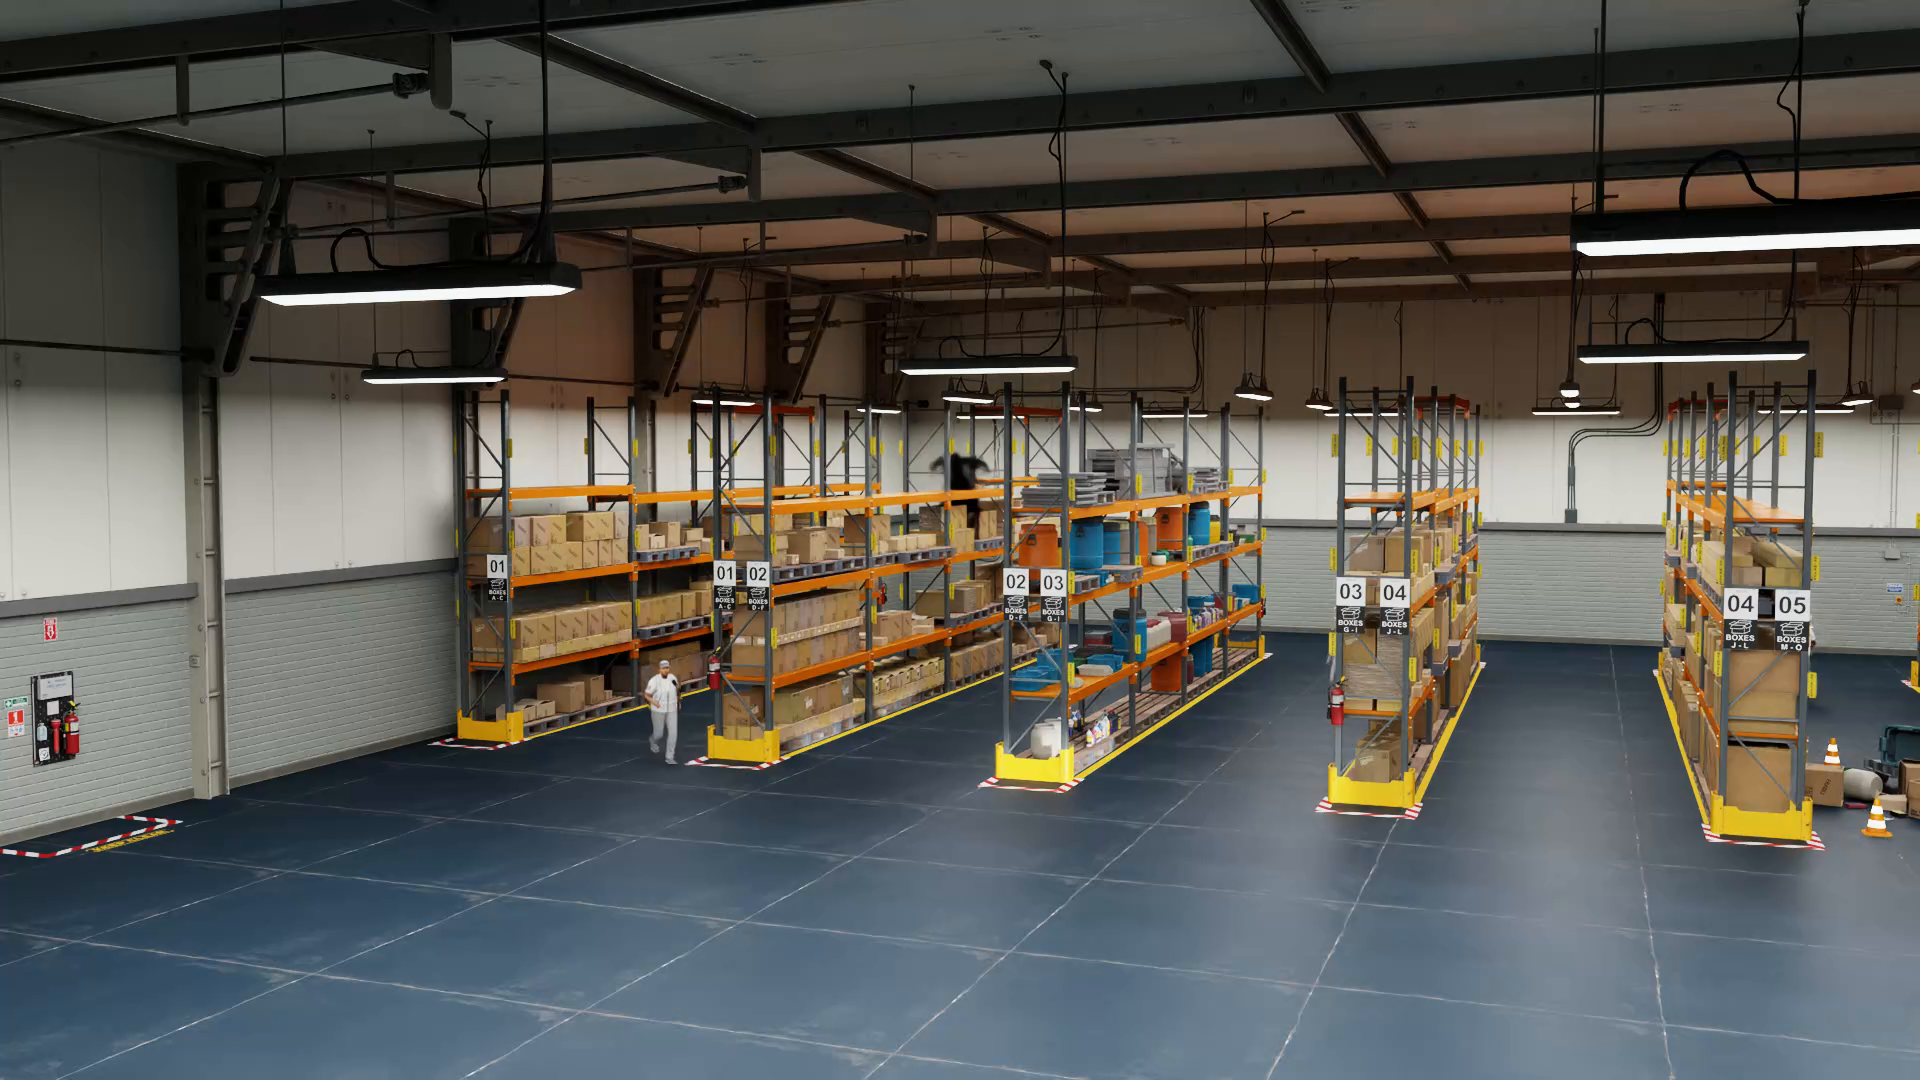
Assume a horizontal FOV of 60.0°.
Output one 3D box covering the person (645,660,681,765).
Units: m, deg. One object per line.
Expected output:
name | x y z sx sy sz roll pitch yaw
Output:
person | -4.733 2.728 26.522 0.619 1.645 0.869 -2 4 -27

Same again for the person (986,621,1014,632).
person | 1.132 1.751 43.283 0.915 1.725 0.764 1 3 24

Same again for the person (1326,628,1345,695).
person | 7.534 2.454 32.691 0.611 1.519 1.037 2 4 31

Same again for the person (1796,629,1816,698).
person | 16.790 2.317 33.304 0.684 1.708 0.657 0 3 6
